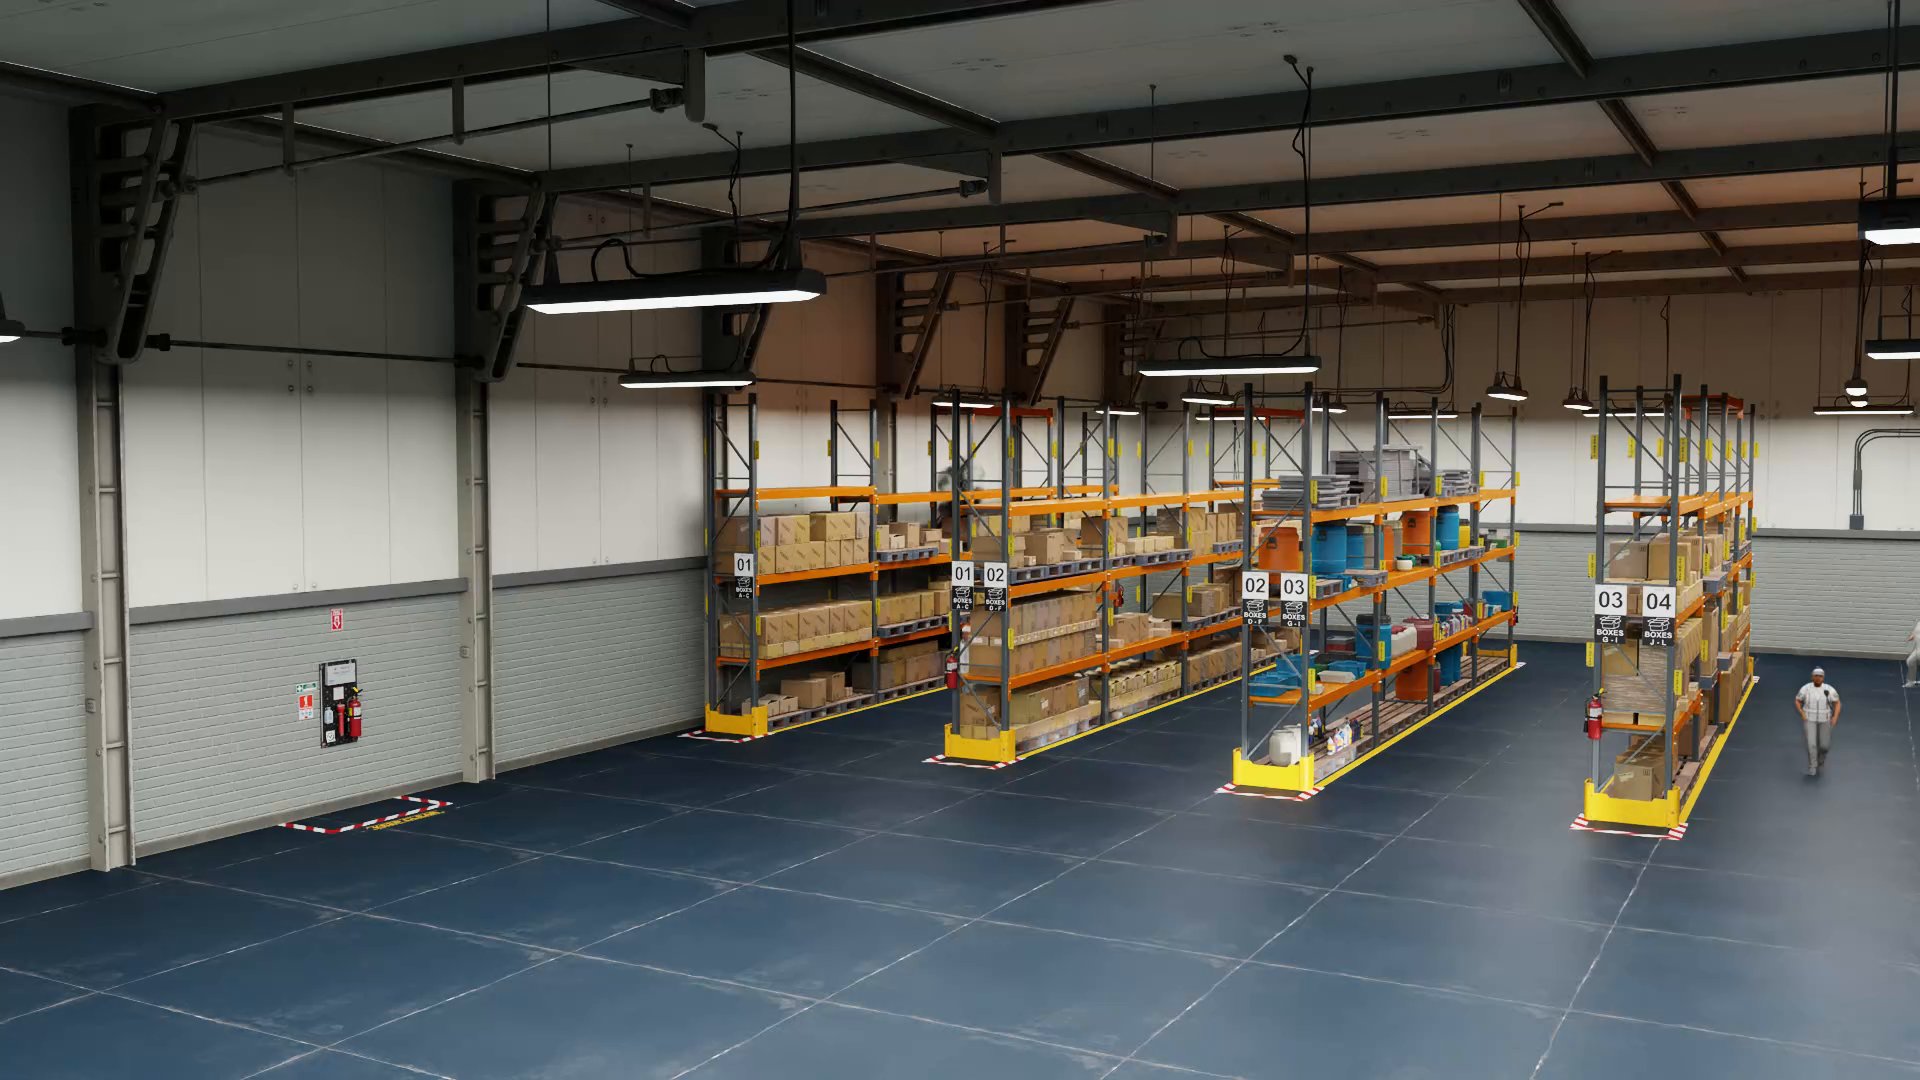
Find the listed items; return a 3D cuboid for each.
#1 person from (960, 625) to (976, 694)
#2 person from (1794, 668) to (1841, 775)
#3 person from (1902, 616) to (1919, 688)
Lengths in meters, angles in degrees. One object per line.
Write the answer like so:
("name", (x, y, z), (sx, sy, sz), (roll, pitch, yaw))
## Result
("person", (0.158, 2.482, 30.662), (0.671, 1.834, 0.733), (1, 3, 26))
("person", (13.317, 2.798, 25.839), (0.644, 1.628, 0.605), (1, 3, 24))
("person", (20.239, 2.297, 34.944), (0.697, 1.682, 0.639), (0, 3, -1))
